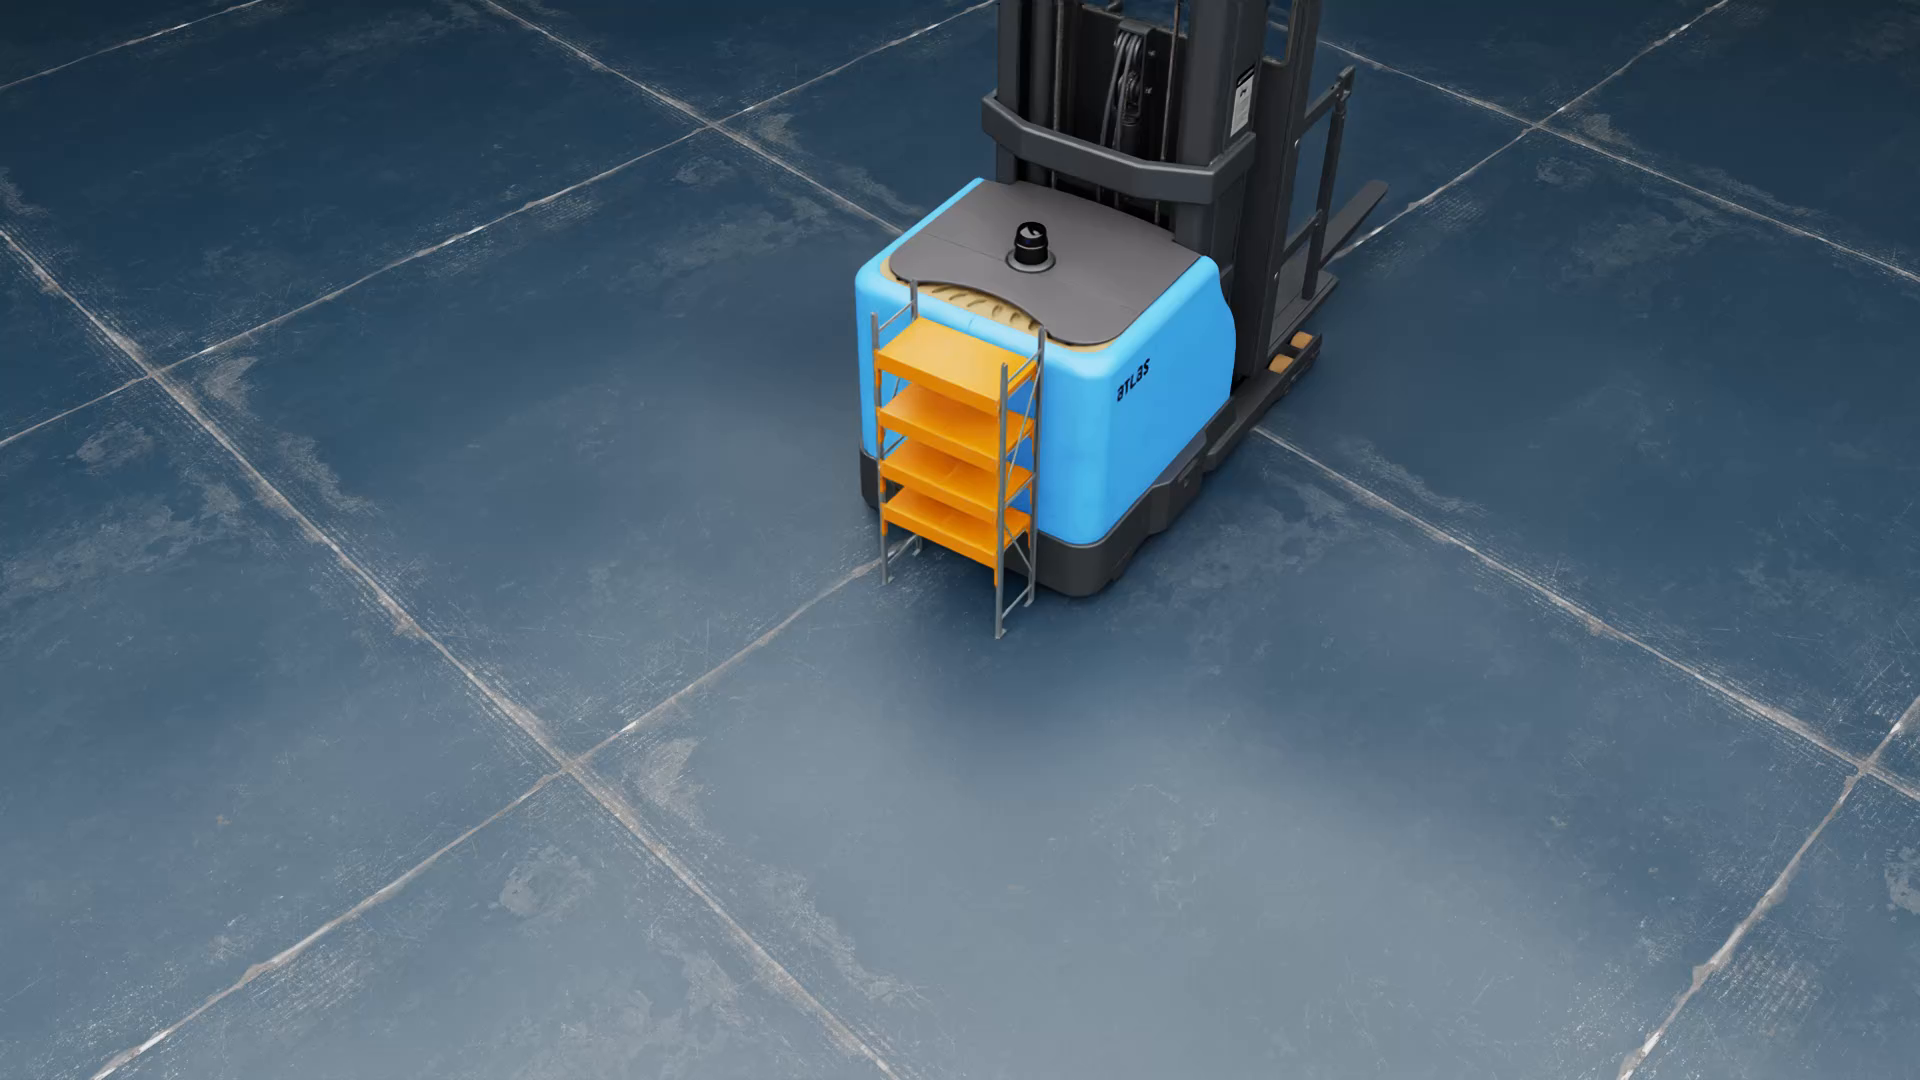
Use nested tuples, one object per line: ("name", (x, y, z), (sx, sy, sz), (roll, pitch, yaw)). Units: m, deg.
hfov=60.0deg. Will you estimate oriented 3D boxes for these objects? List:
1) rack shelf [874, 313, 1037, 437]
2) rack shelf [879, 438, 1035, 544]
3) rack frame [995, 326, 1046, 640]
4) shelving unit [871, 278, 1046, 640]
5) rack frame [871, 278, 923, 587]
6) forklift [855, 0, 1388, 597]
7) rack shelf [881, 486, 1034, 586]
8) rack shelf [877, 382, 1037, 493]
("rack shelf", (-0.008, -0.538, 5.369), (0.480, 0.148, 0.258), (24, 48, 24))
("rack shelf", (-0.008, -0.200, 5.681), (0.480, 0.148, 0.258), (24, 48, 24))
("rack frame", (0.196, -0.158, 5.537), (0.015, 1.200, 0.240), (24, 48, 24))
("shelving unit", (-0.008, -0.249, 5.636), (0.503, 1.200, 0.258), (24, 48, 24))
("rack frame", (-0.211, -0.341, 5.735), (0.015, 1.200, 0.240), (24, 48, 24))
("forklift", (0.865, -1.844, 6.086), (1.130, 2.935, 3.031), (25, 48, 24))
("rack shelf", (-0.008, -0.054, 5.816), (0.480, 0.148, 0.258), (24, 48, 24))
("rack shelf", (-0.008, -0.364, 5.530), (0.480, 0.148, 0.258), (24, 48, 24))
